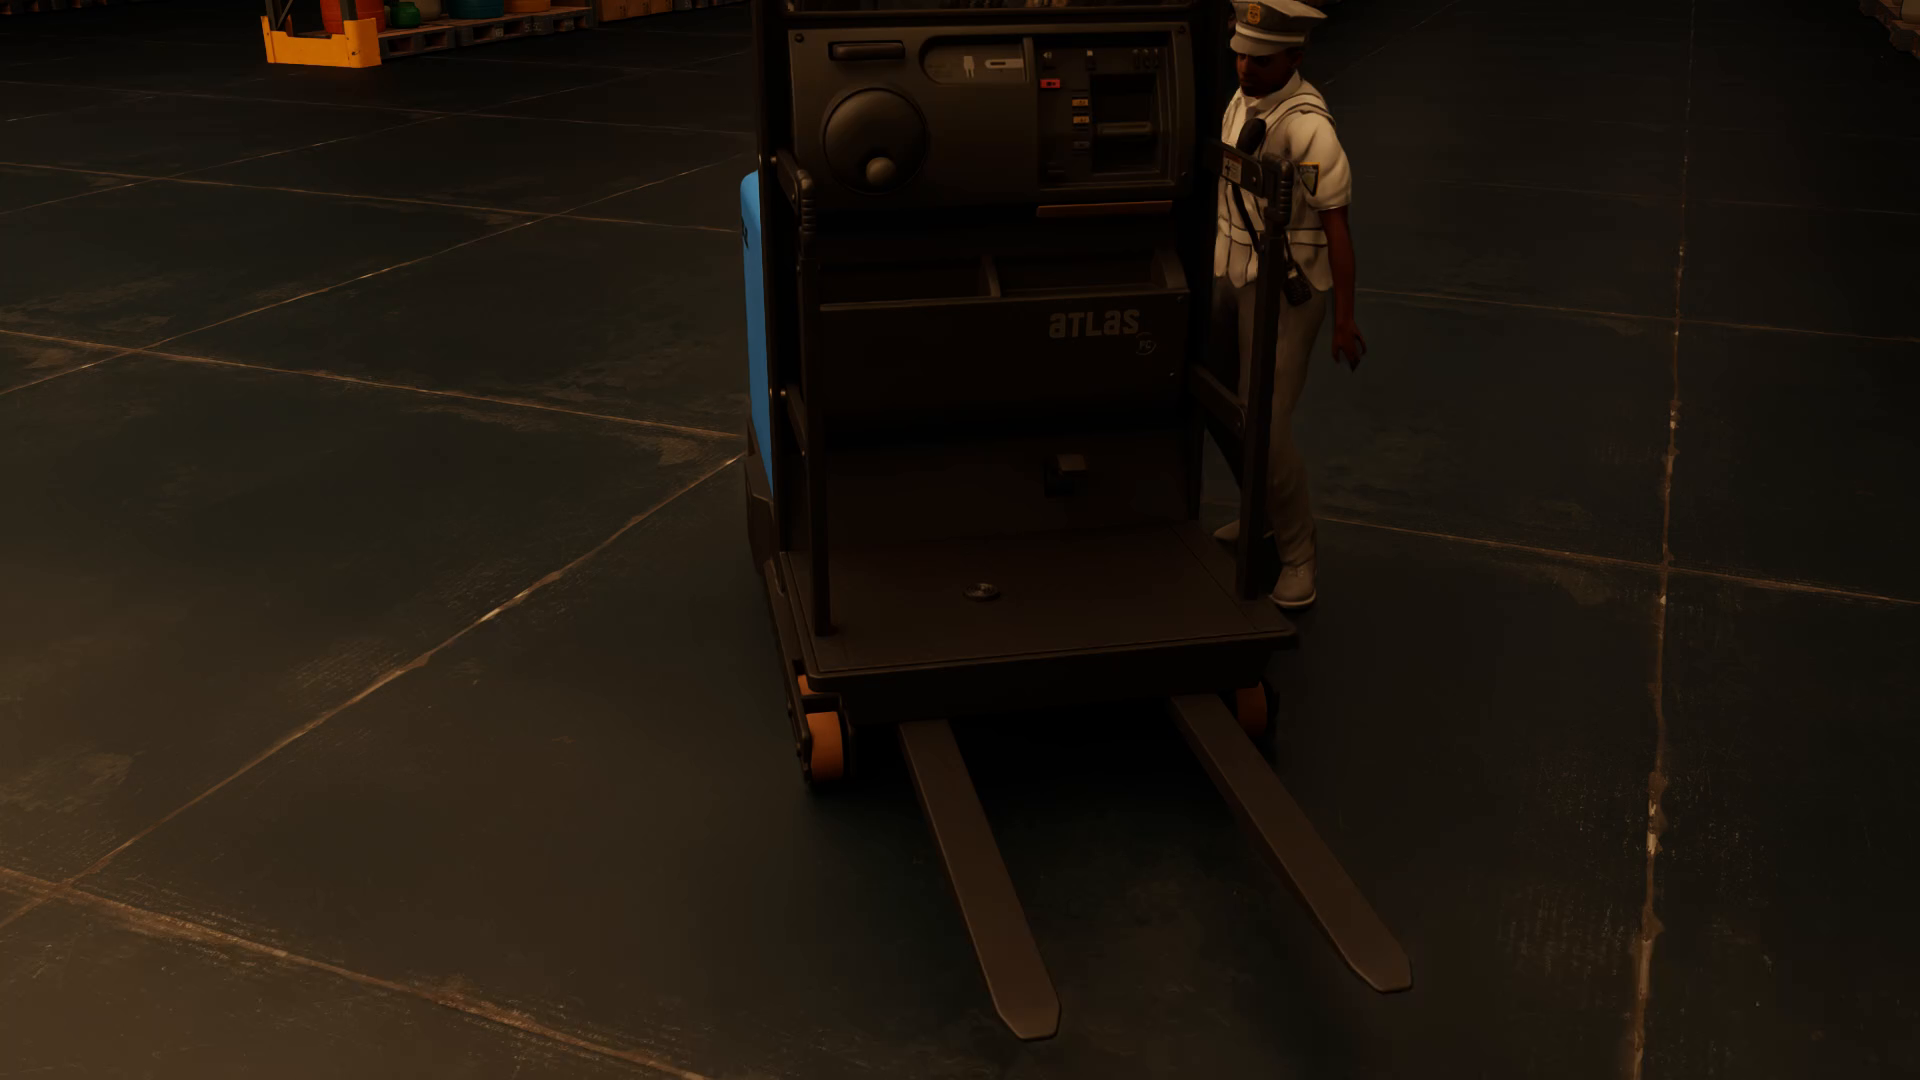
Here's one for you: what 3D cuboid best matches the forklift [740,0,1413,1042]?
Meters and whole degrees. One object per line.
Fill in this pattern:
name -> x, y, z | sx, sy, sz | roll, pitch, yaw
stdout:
forklift -> 0.125, -0.955, 3.577 | 1.130, 2.935, 3.031 | -4, 23, -10

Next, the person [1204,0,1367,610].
person -> 0.884, -0.685, 4.679 | 0.431, 1.635, 0.810 | -6, 24, -15
